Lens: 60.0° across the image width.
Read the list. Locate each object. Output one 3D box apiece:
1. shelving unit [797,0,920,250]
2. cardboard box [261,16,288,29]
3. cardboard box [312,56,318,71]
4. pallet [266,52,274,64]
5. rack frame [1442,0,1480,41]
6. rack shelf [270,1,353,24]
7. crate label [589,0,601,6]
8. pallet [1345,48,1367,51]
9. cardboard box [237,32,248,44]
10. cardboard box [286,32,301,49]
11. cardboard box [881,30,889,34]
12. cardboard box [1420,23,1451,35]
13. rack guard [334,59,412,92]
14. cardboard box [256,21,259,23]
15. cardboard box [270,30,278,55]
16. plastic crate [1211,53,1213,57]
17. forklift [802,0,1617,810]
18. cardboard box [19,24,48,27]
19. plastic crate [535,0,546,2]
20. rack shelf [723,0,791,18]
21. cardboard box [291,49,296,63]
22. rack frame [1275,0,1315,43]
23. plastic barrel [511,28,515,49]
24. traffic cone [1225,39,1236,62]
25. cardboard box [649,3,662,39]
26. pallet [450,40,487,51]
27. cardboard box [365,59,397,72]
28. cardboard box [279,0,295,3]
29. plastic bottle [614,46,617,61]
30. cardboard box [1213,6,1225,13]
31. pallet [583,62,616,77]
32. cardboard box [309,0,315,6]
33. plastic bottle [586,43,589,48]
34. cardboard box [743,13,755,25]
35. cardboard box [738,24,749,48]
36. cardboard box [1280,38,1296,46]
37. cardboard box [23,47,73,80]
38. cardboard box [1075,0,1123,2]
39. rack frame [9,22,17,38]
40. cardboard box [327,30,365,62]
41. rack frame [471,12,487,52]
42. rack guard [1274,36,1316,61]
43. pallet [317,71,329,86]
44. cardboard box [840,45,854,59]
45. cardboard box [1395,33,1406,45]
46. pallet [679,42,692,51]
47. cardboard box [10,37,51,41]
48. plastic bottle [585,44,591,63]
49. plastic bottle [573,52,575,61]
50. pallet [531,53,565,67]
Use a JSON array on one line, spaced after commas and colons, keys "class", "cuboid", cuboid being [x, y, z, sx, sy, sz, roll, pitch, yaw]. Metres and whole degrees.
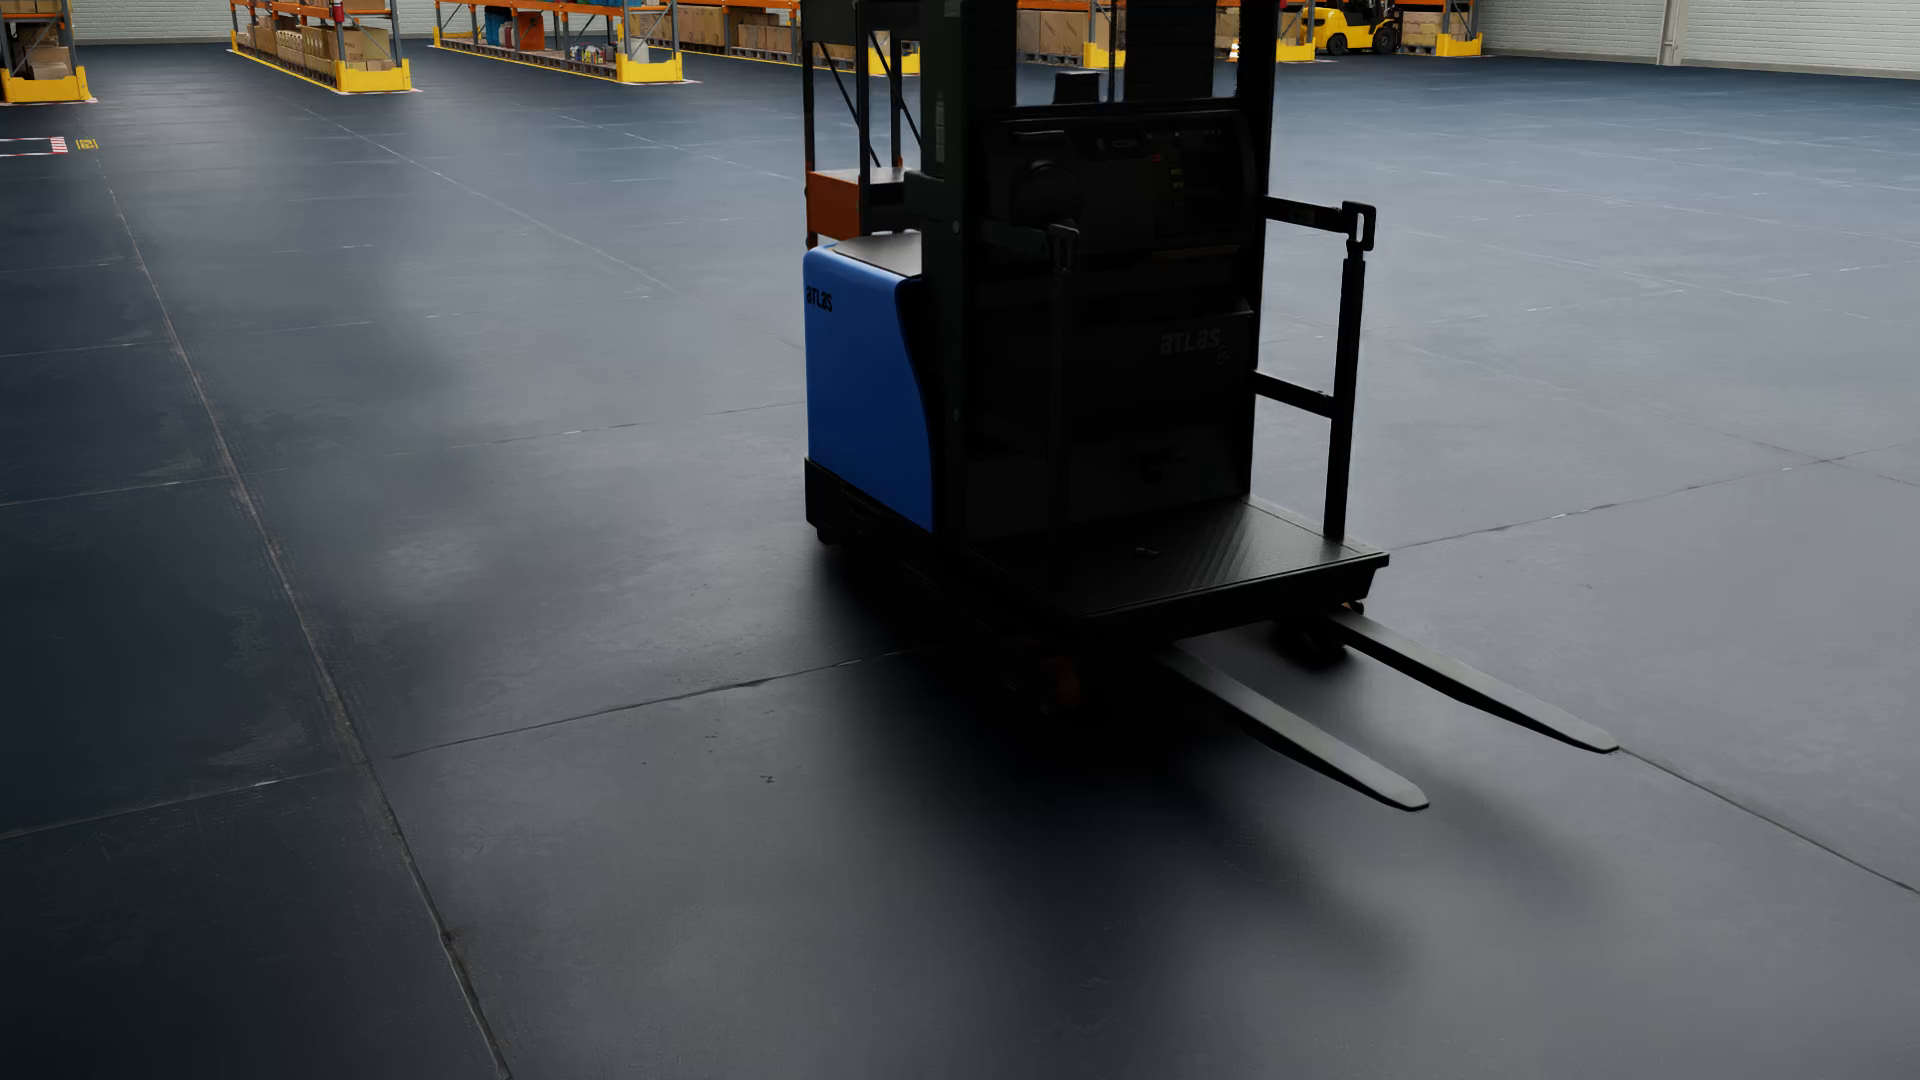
[{"class": "shelving unit", "cuboid": [-0.298, -1.172, 6.310, 0.431, 2.100, 0.503, -10, 21, -27]}, {"class": "cardboard box", "cuboid": [-14.961, -11.314, 36.329, 0.500, 0.250, 0.500, -10, 22, -28]}, {"class": "cardboard box", "cuboid": [-11.472, -8.674, 30.242, 0.500, 0.250, 0.500, -10, 21, -27]}, {"class": "pallet", "cuboid": [-14.687, -10.644, 36.655, 1.003, 0.211, 1.213, -10, 21, -27]}, {"class": "rack frame", "cuboid": [11.816, -12.934, 39.017, 1.000, 3.000, 0.127, -10, 21, -27]}, {"class": "rack shelf", "cuboid": [-12.841, -10.478, 33.002, 1.077, 0.370, 4.000, -10, 21, -27]}, {"class": "crate label", "cuboid": [-6.742, -10.365, 31.518, 0.502, 0.435, 0.616, -10, 21, -27]}, {"class": "pallet", "cuboid": [10.258, -12.530, 42.119, 1.003, 0.211, 1.213, -10, 21, -27]}, {"class": "cardboard box", "cuboid": [-17.343, -12.254, 40.585, 0.500, 0.250, 0.500, -10, 21, -27]}, {"class": "cardboard box", "cuboid": [-13.058, -9.917, 32.984, 0.500, 0.311, 0.500, -10, 22, -27]}, {"class": "cardboard box", "cuboid": [-1.709, -13.129, 42.770, 0.500, 0.500, 0.500, -11, 22, -29]}, {"class": "cardboard box", "cuboid": [11.310, -12.161, 39.580, 0.500, 0.250, 0.500, -10, 22, -27]}, {"class": "rack guard", "cuboid": [-9.980, -7.907, 28.281, 1.175, 0.500, 0.348, -10, 21, -27]}, {"class": "cardboard box", "cuboid": [-17.114, -12.597, 41.198, 0.500, 0.500, 0.500, -10, 21, -27]}, {"class": "cardboard box", "cuboid": [-14.441, -10.651, 35.557, 0.500, 0.500, 0.500, -9, 21, -25]}, {"class": "plastic crate", "cuboid": [5.574, -11.355, 38.915, 0.583, 0.080, 0.402, 16, 25, 39]}, {"class": "forklift", "cuboid": [0.573, -1.061, 4.714, 1.130, 2.935, 3.031, -10, 21, -27]}, {"class": "cardboard box", "cuboid": [-17.296, -9.486, 31.032, 0.500, 0.250, 0.500, -10, 21, -27]}, {"class": "plastic crate", "cuboid": [-8.605, -11.366, 34.798, 0.450, 0.188, 0.662, -10, 21, -27]}, {"class": "rack shelf", "cuboid": [-4.121, -12.012, 37.446, 1.077, 0.370, 4.000, -10, 21, -27]}, {"class": "cardboard box", "cuboid": [-12.825, -9.509, 32.663, 0.500, 0.250, 0.500, -9, 21, -25]}, {"class": "rack frame", "cuboid": [7.450, -12.164, 36.785, 1.000, 3.000, 0.127, -10, 21, -27]}, {"class": "plastic barrel", "cuboid": [-10.023, -11.467, 37.935, 0.421, 0.512, 0.421, 0, 19, 0]}, {"class": "traffic cone", "cuboid": [6.110, -10.889, 36.978, 0.336, 0.463, 0.334, -10, 21, -27]}, {"class": "cardboard box", "cuboid": [-7.640, -13.728, 43.932, 0.875, 0.875, 0.875, -10, 21, -27]}, {"class": "pallet", "cuboid": [-12.295, -12.545, 42.162, 1.003, 0.211, 1.213, -10, 21, -27]}, {"class": "cardboard box", "cuboid": [-10.050, -8.183, 28.819, 0.500, 0.250, 0.500, -10, 21, -27]}, {"class": "cardboard box", "cuboid": [-13.536, -11.064, 33.732, 0.500, 0.311, 0.500, -10, 22, -27]}, {"class": "plastic bottle", "cuboid": [-6.804, -9.623, 32.910, 0.061, 0.283, 0.133, -10, 21, -27]}, {"class": "cardboard box", "cuboid": [5.976, -12.392, 38.872, 0.380, 0.149, 0.250, -9, 21, -24]}, {"class": "pallet", "cuboid": [-6.664, -9.142, 32.302, 1.003, 0.211, 1.213, -10, 21, -27]}, {"class": "cardboard box", "cuboid": [-11.675, -10.165, 30.838, 0.700, 0.500, 0.500, -11, 22, -28]}, {"class": "plastic bottle", "cuboid": [-7.385, -9.693, 33.008, 0.144, 0.351, 0.185, -10, 21, -27]}, {"class": "cardboard box", "cuboid": [-4.726, -12.119, 38.662, 0.500, 0.250, 0.500, -9, 21, -24]}, {"class": "cardboard box", "cuboid": [-4.735, -11.763, 38.780, 0.700, 0.500, 0.500, -11, 22, -30]}, {"class": "cardboard box", "cuboid": [7.310, -11.337, 37.961, 0.500, 0.250, 0.500, -10, 21, -27]}, {"class": "cardboard box", "cuboid": [-15.174, -7.949, 27.725, 0.700, 0.500, 0.500, -12, 22, -30]}, {"class": "cardboard box", "cuboid": [2.925, -11.539, 34.743, 0.875, 0.550, 0.550, -10, 21, -27]}, {"class": "rack frame", "cuboid": [-21.947, -12.921, 38.977, 1.000, 3.000, 0.127, -10, 21, -27]}, {"class": "cardboard box", "cuboid": [-10.508, -8.457, 28.463, 0.500, 0.500, 0.500, -10, 21, -27]}, {"class": "rack frame", "cuboid": [-11.329, -13.307, 40.097, 1.000, 3.000, 0.127, -10, 21, -27]}, {"class": "rack guard", "cuboid": [7.414, -11.005, 37.256, 1.175, 0.500, 0.348, -10, 21, -27]}, {"class": "pallet", "cuboid": [-10.967, -8.341, 29.979, 1.003, 0.211, 1.213, -10, 21, -27]}, {"class": "cardboard box", "cuboid": [-2.148, -10.177, 34.214, 0.500, 0.500, 0.500, -8, 21, -22]}, {"class": "cardboard box", "cuboid": [10.858, -12.208, 40.484, 0.500, 0.250, 0.500, -10, 21, -26]}, {"class": "pallet", "cuboid": [-6.537, -12.546, 42.167, 1.003, 0.211, 1.213, -10, 21, -27]}, {"class": "cardboard box", "cuboid": [-17.618, -9.286, 31.601, 0.700, 0.500, 0.500, -10, 21, -27]}, {"class": "plastic bottle", "cuboid": [-7.220, -9.494, 32.433, 0.144, 0.351, 0.185, -10, 21, -27]}, {"class": "plastic bottle", "cuboid": [-7.668, -9.678, 33.195, 0.097, 0.201, 0.097, 0, 19, 0]}, {"class": "pallet", "cuboid": [-8.520, -10.262, 35.548, 1.003, 0.211, 1.213, -10, 21, -27]}]
